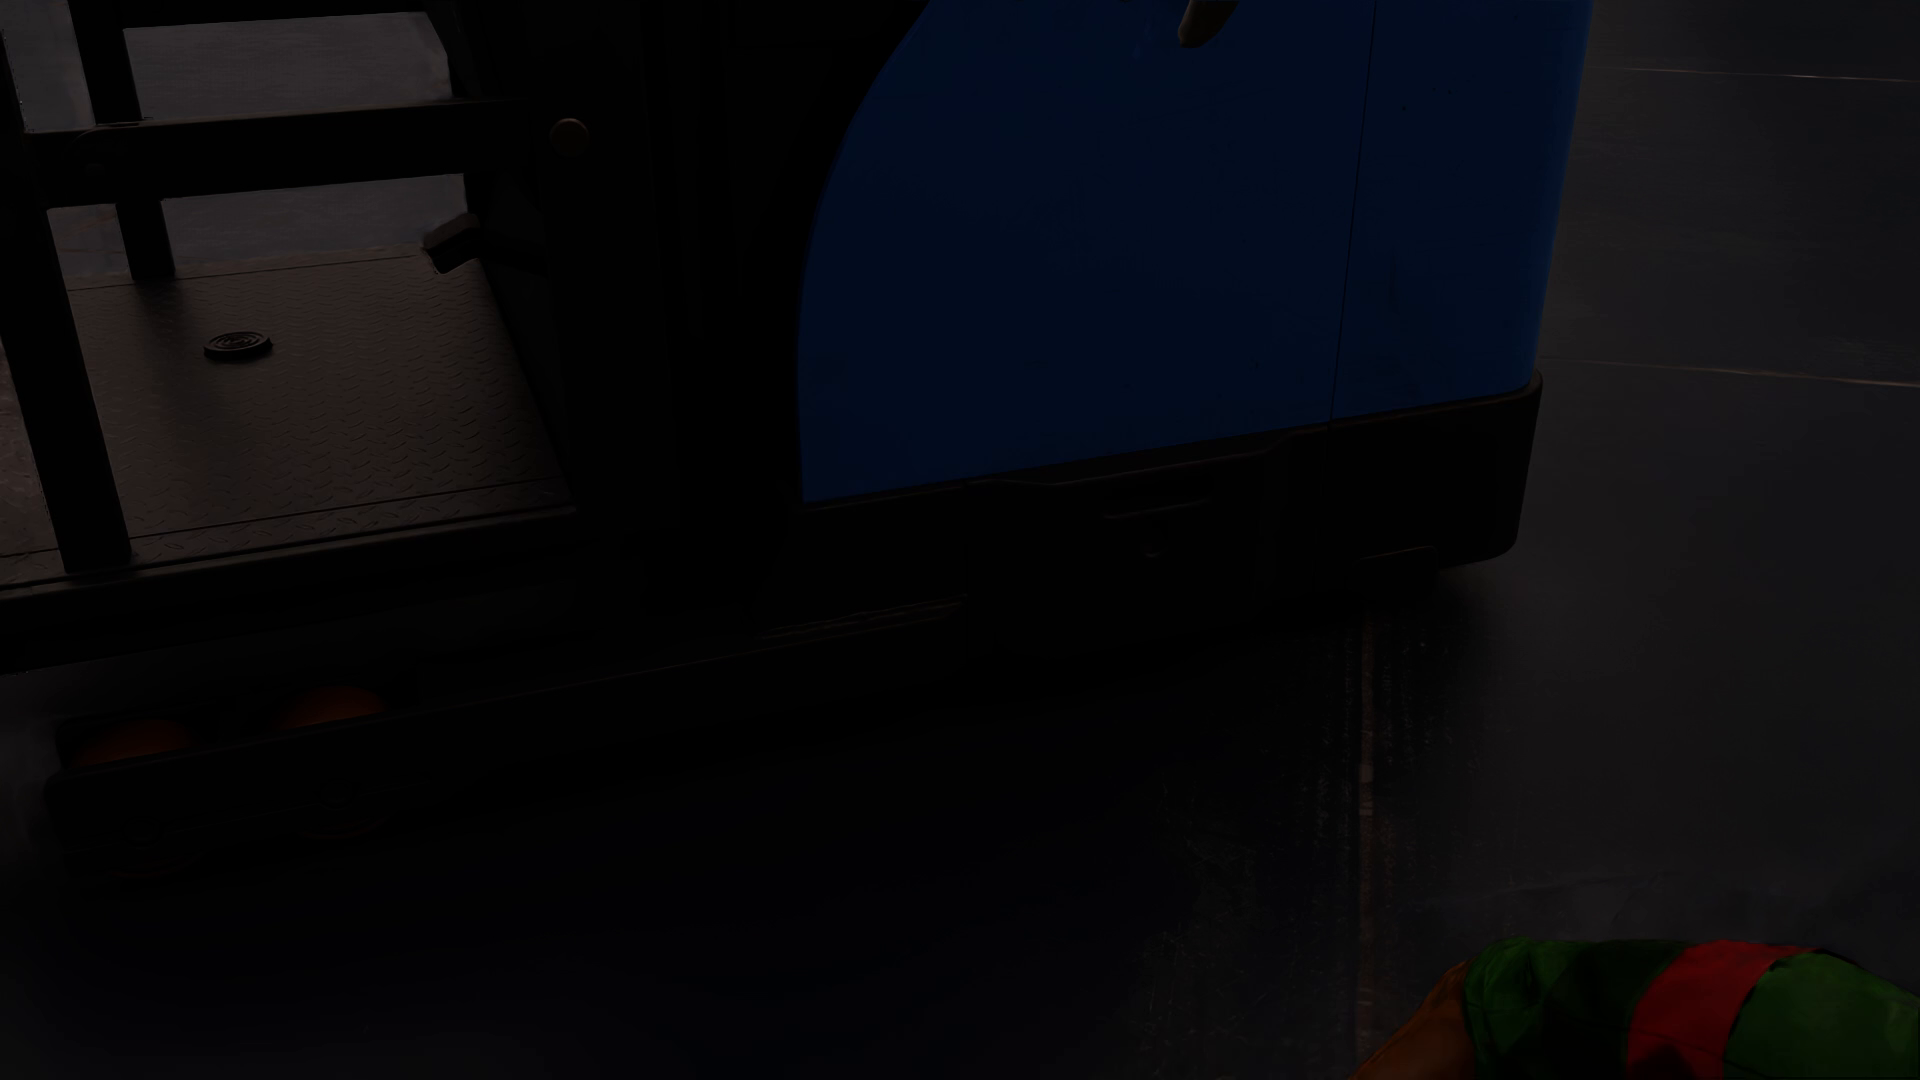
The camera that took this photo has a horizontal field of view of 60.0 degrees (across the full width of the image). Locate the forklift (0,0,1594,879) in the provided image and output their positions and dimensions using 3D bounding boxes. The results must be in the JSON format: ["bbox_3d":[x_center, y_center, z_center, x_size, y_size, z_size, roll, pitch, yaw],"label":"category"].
[{"bbox_3d":[-0.782,-1.215,1.655,3.031,2.935,1.130,-10,28,-18],"label":"forklift"}]

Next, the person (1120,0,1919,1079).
[{"bbox_3d":[0.432,0.103,0.629,0.938,1.554,1.089,14,30,25],"label":"person"}]
